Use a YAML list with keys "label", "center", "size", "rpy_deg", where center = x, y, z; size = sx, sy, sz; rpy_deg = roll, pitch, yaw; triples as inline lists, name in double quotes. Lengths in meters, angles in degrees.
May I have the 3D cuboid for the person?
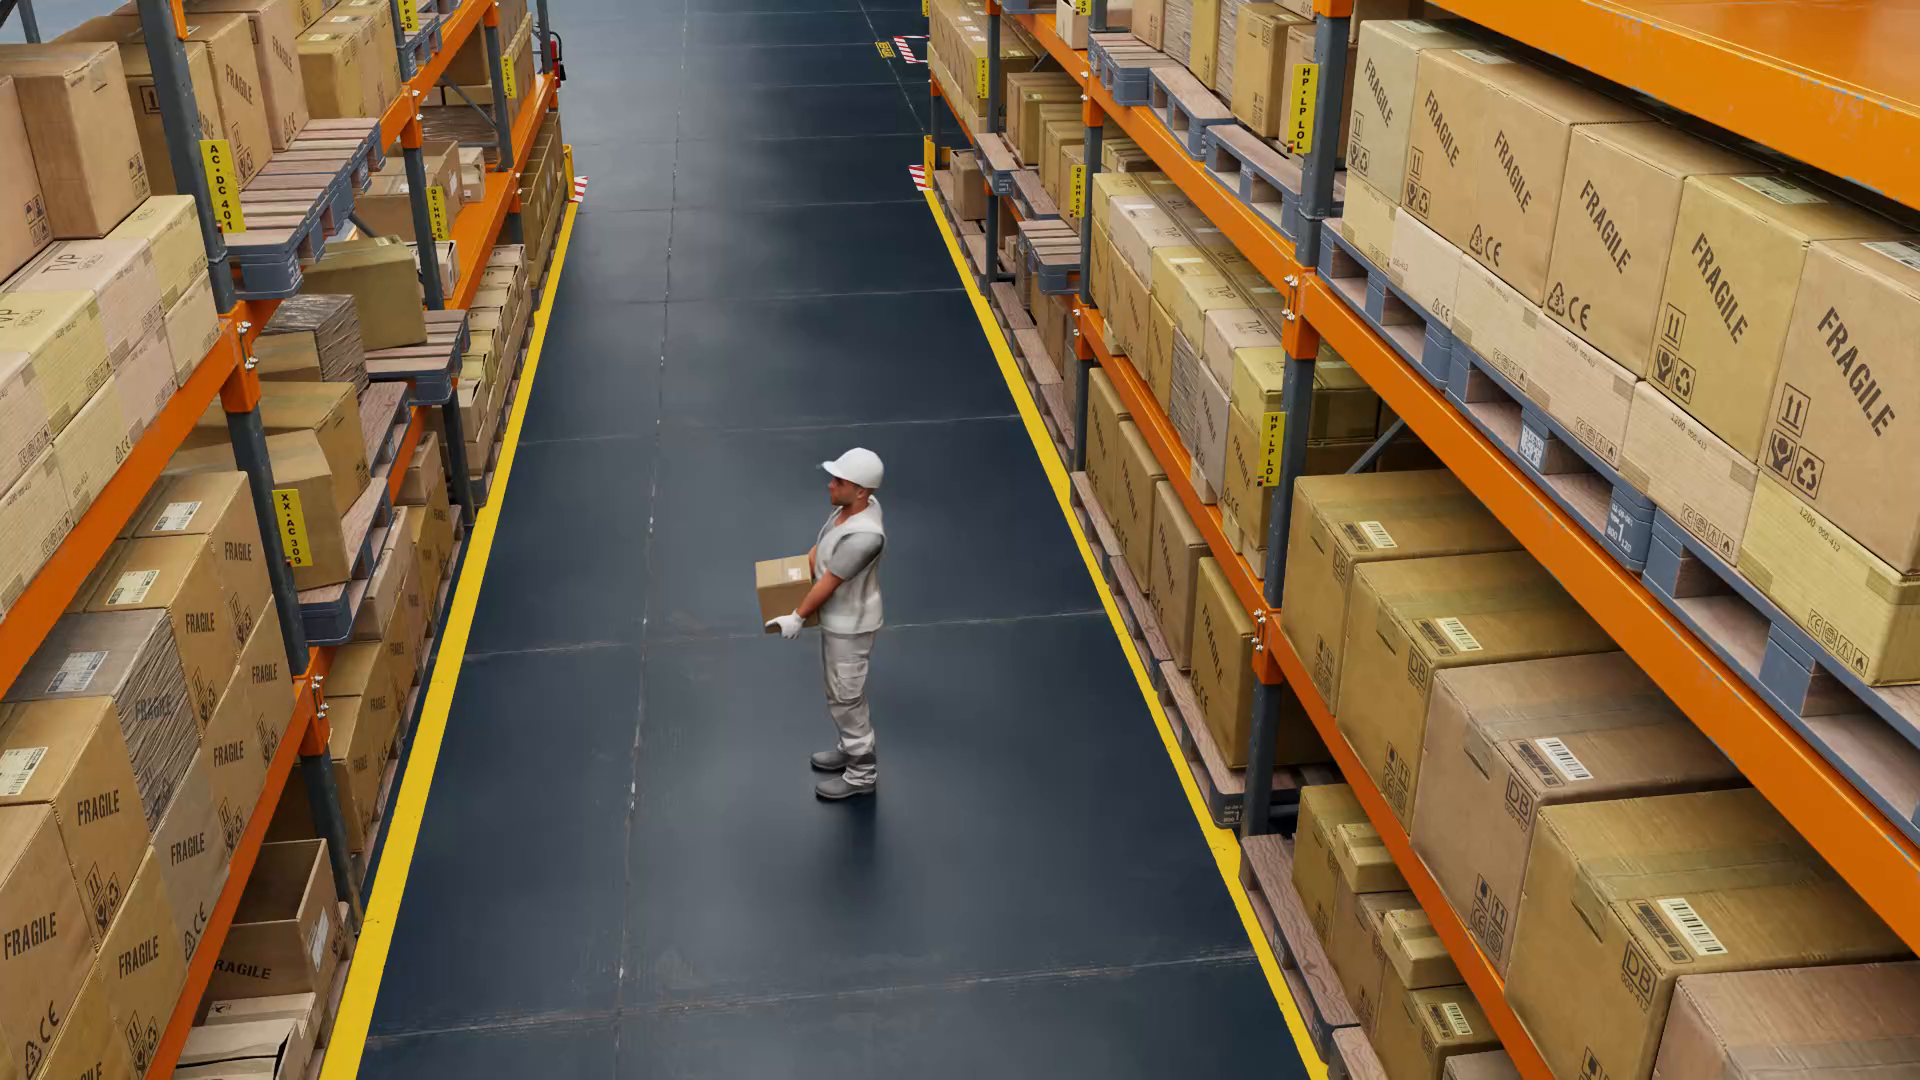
- label: "person"
  center: [-0.627, 0.397, 7.815]
  size: [0.572, 1.782, 0.493]
  rpy_deg: [-3, 27, -7]
